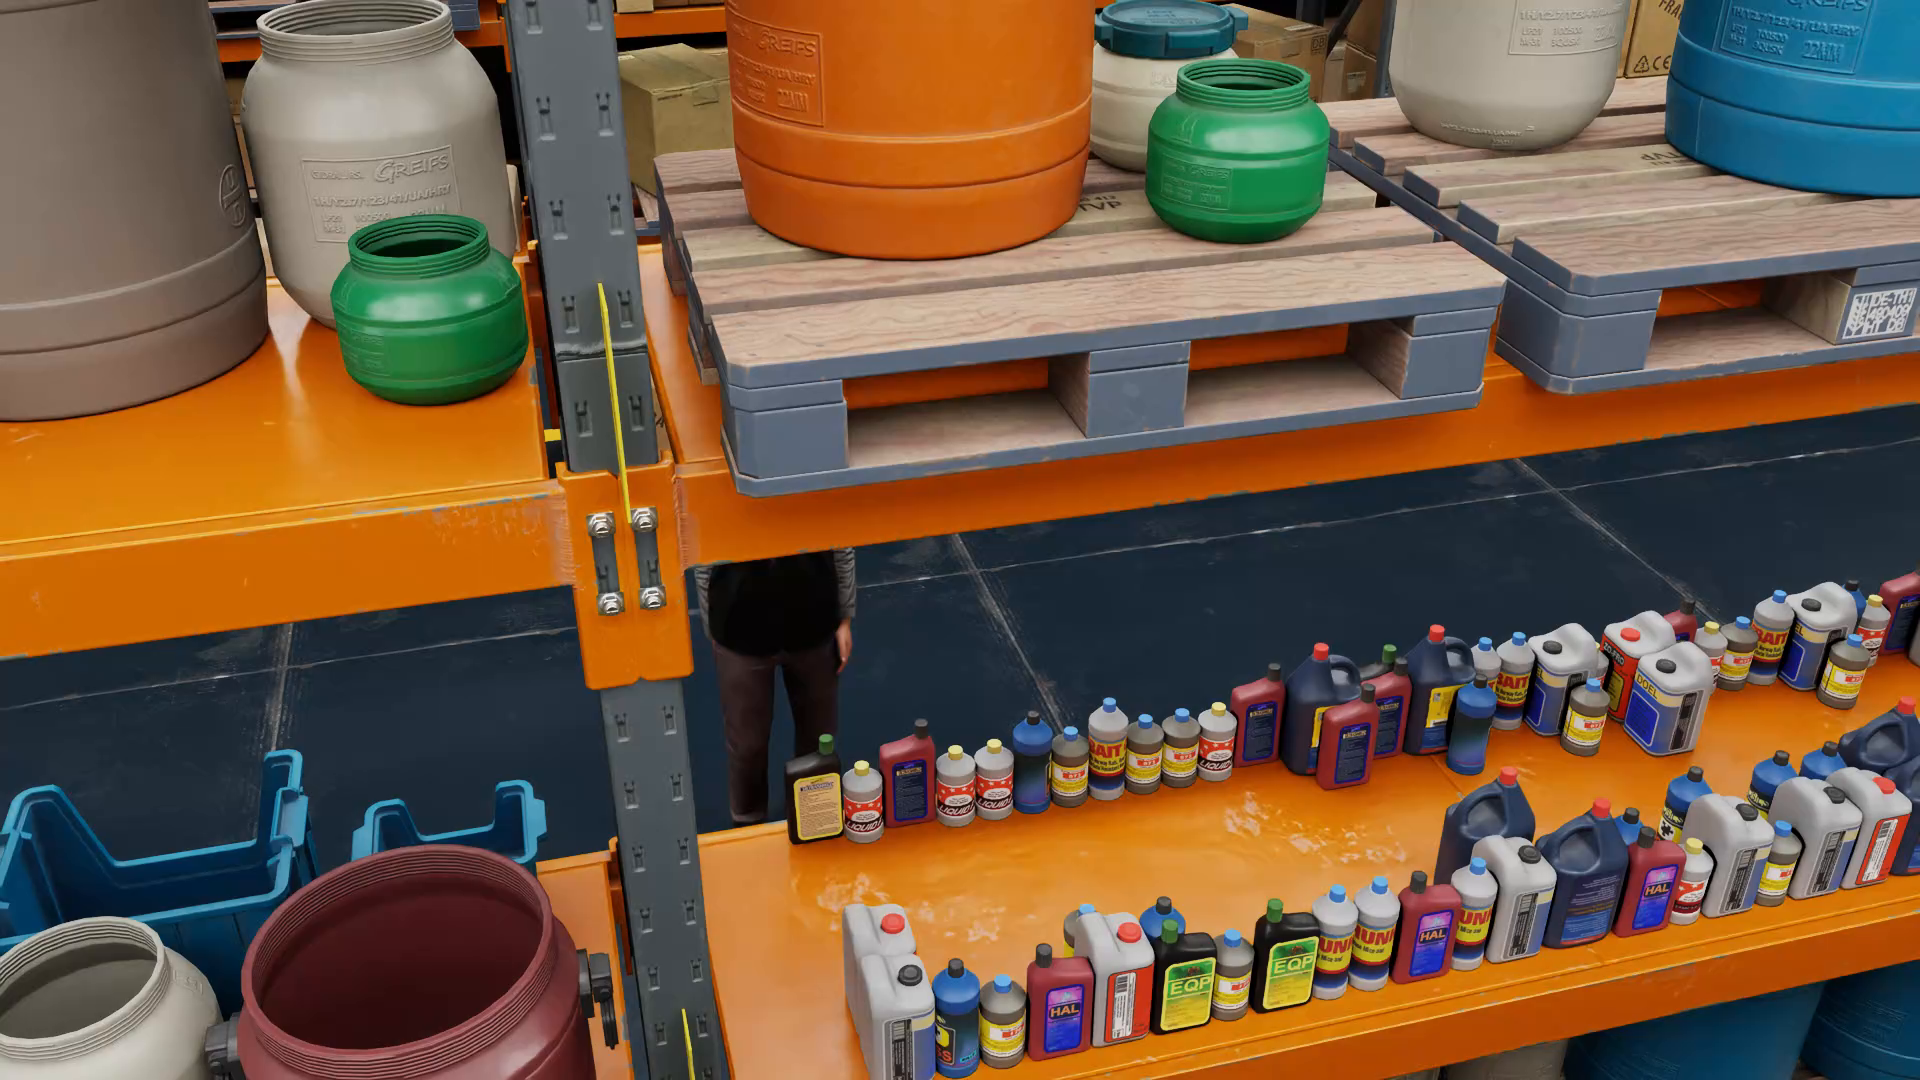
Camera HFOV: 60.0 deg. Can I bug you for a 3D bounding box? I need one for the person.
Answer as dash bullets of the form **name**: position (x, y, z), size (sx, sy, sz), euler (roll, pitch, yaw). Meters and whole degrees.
- **person**: position (-0.603, 0.324, 5.605), size (0.533, 1.715, 0.360), euler (-7, 31, -12)
